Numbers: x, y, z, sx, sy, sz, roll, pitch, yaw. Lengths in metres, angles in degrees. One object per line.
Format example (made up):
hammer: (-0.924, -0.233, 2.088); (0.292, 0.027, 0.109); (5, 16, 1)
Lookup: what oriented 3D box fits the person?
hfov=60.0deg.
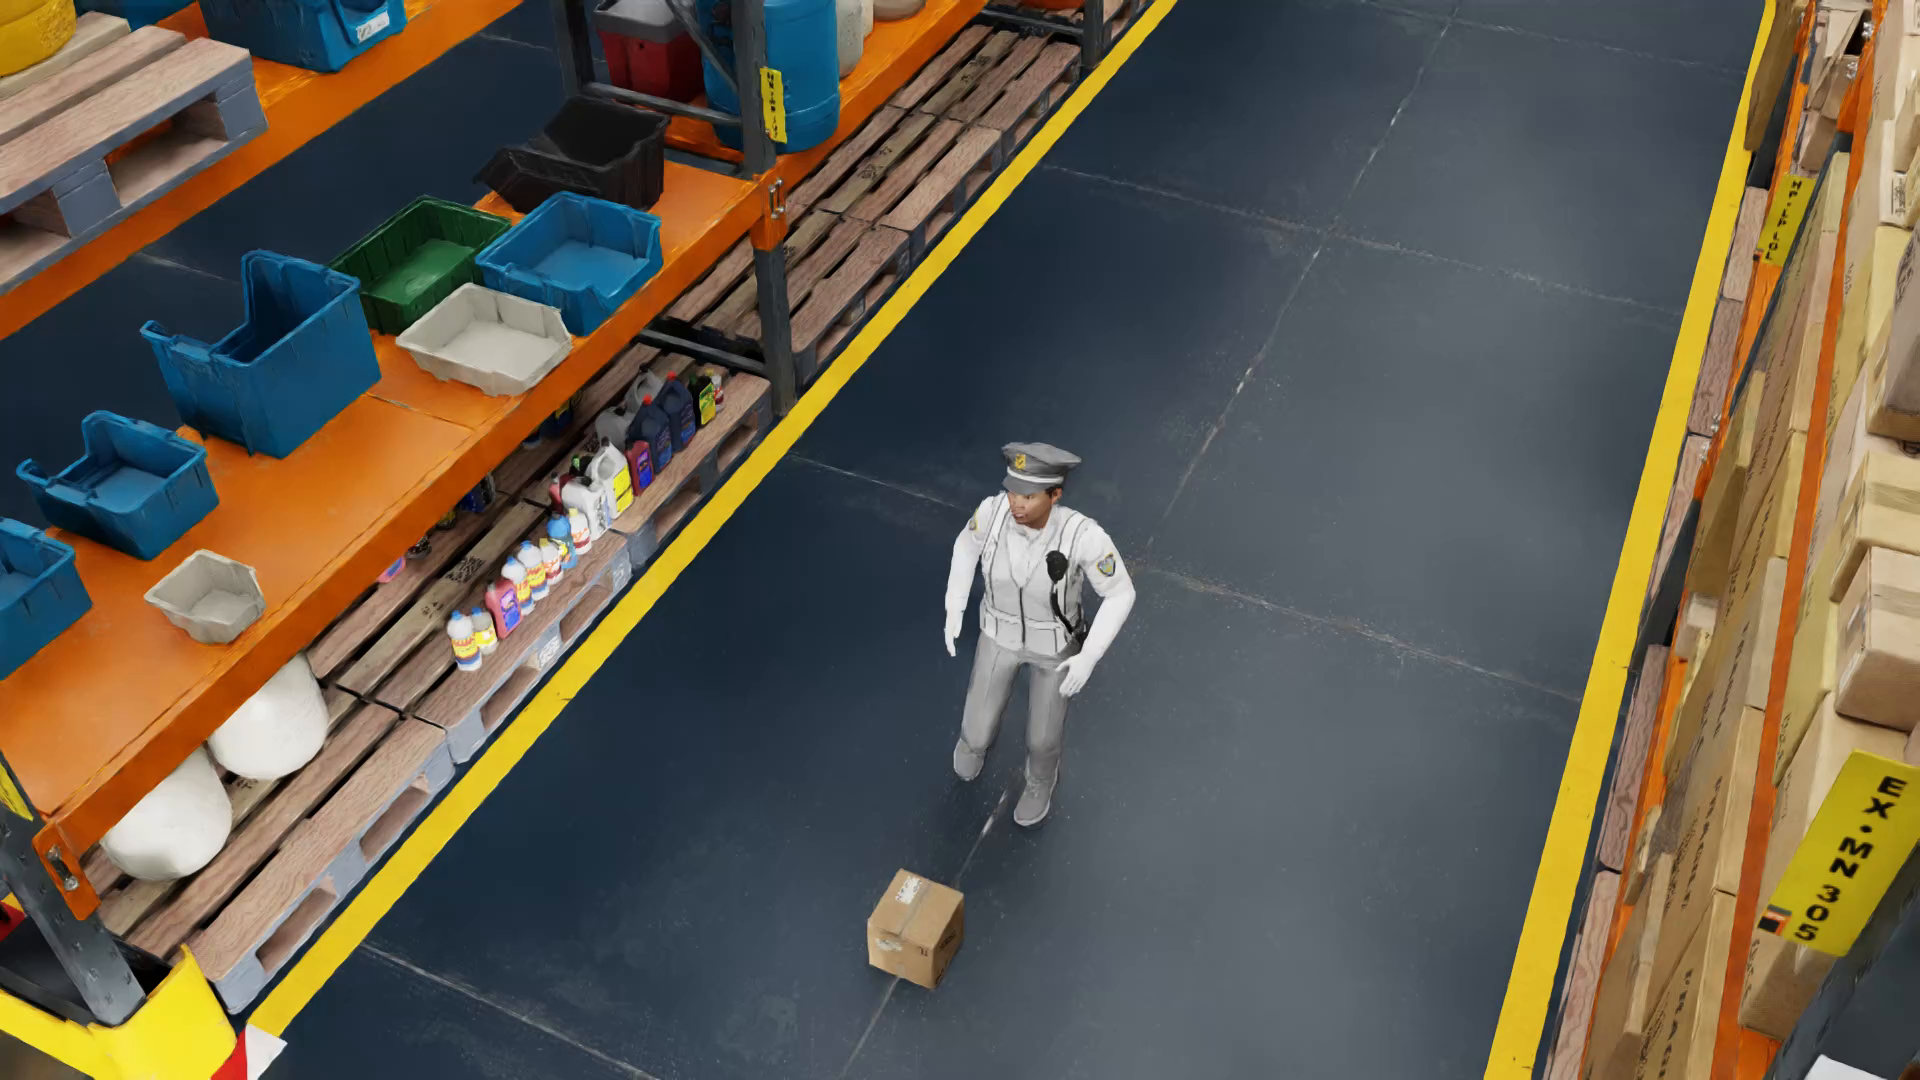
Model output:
person: (0.254, 0.367, 5.762); (0.660, 1.667, 0.467); (10, 43, 11)
